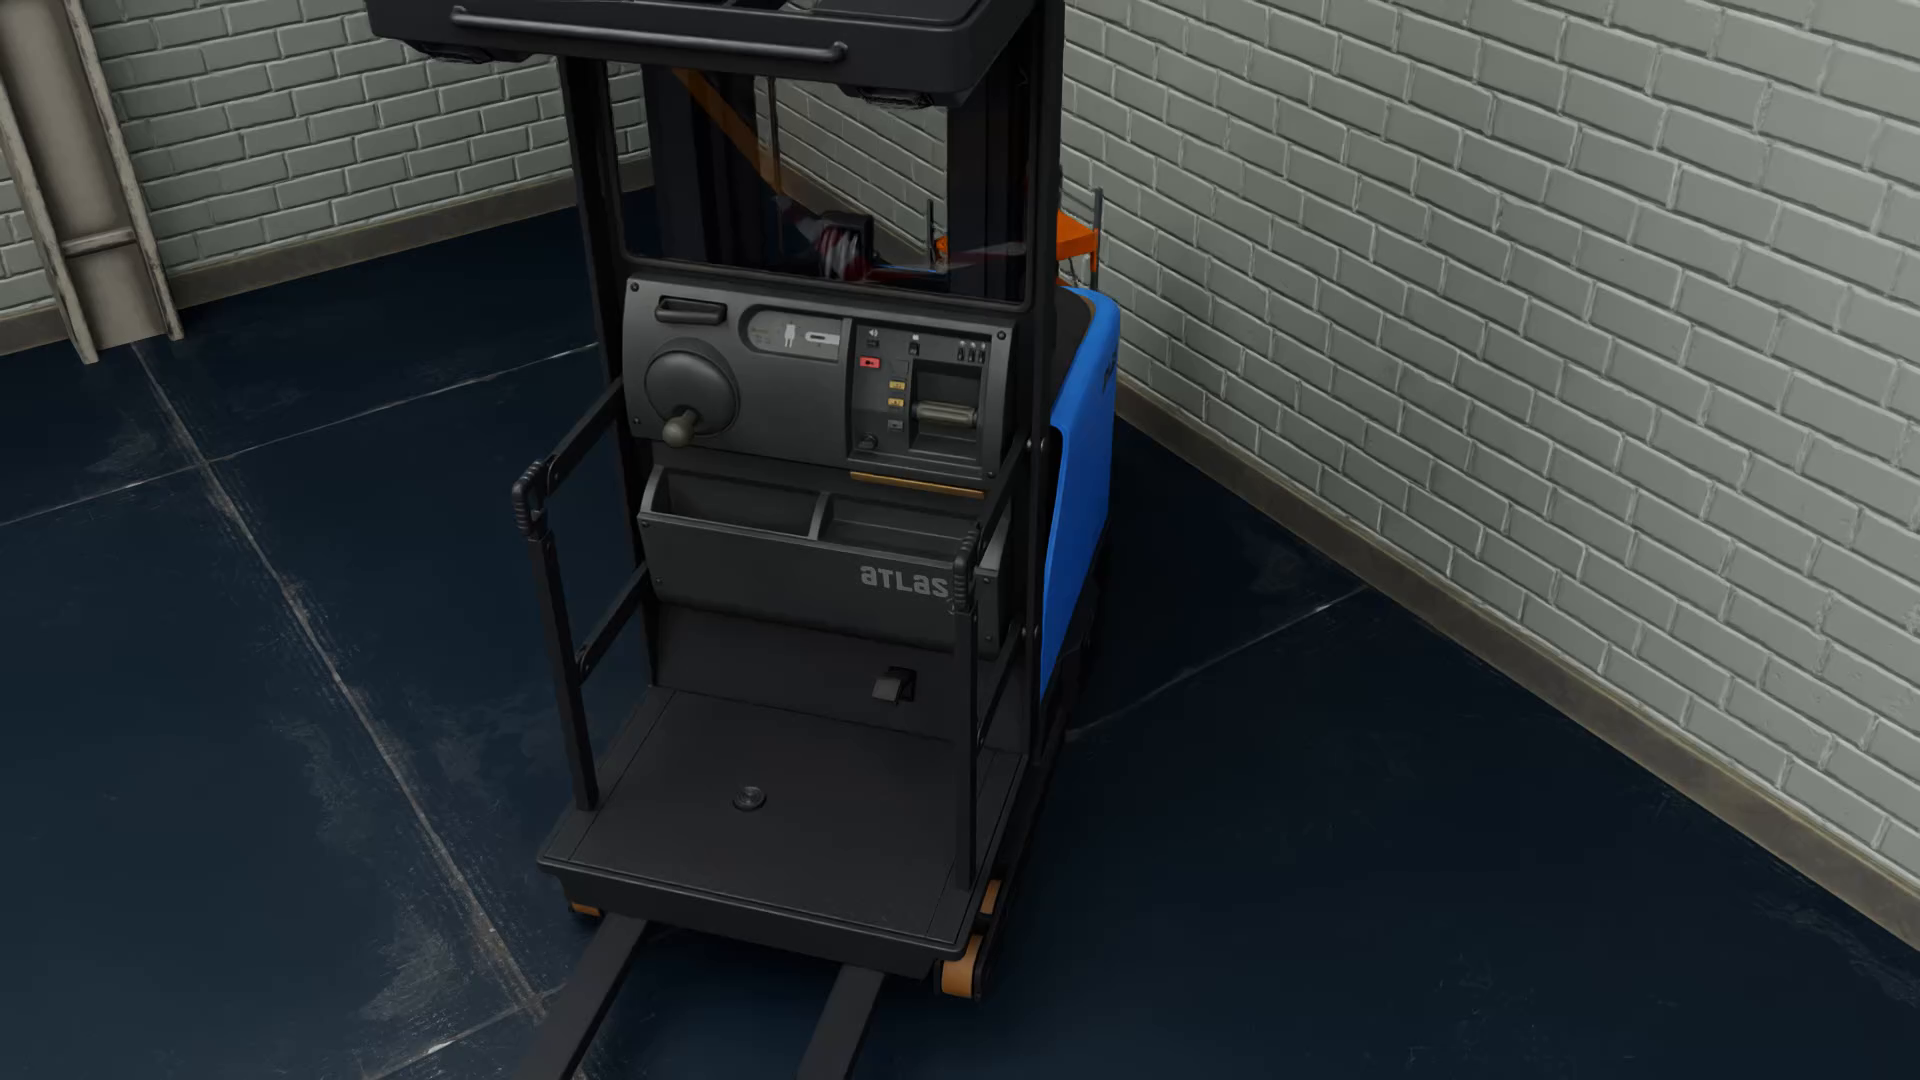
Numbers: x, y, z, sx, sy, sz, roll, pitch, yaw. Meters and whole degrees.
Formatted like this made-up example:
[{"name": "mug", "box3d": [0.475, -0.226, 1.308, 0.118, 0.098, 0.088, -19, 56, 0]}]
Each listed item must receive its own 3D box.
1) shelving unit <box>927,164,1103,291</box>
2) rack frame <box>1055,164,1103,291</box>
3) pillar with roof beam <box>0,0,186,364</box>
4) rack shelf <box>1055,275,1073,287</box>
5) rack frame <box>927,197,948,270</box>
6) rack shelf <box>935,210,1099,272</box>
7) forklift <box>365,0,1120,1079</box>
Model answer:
[{"name": "shelving unit", "box3d": [0.173, -0.597, 5.553, 0.503, 1.200, 0.258, -20, 40, -26]}, {"name": "rack frame", "box3d": [0.379, -0.674, 5.659, 0.015, 1.200, 0.240, -20, 40, -26]}, {"name": "pillar with roof beam", "box3d": [-0.993, -2.449, 1.448, 0.400, 9.000, 9.100, -22, 41, -28]}, {"name": "rack shelf", "box3d": [0.173, -0.724, 5.462, 0.480, 0.148, 0.258, -20, 40, -26]}, {"name": "rack frame", "box3d": [-0.033, -0.521, 5.447, 0.015, 1.200, 0.240, -20, 40, -26]}, {"name": "rack shelf", "box3d": [0.173, -0.916, 5.323, 0.480, 0.148, 0.258, -20, 40, -26]}, {"name": "forklift", "box3d": [-0.394, -0.303, 3.660, 1.130, 2.935, 3.031, 9, 37, 12]}]
